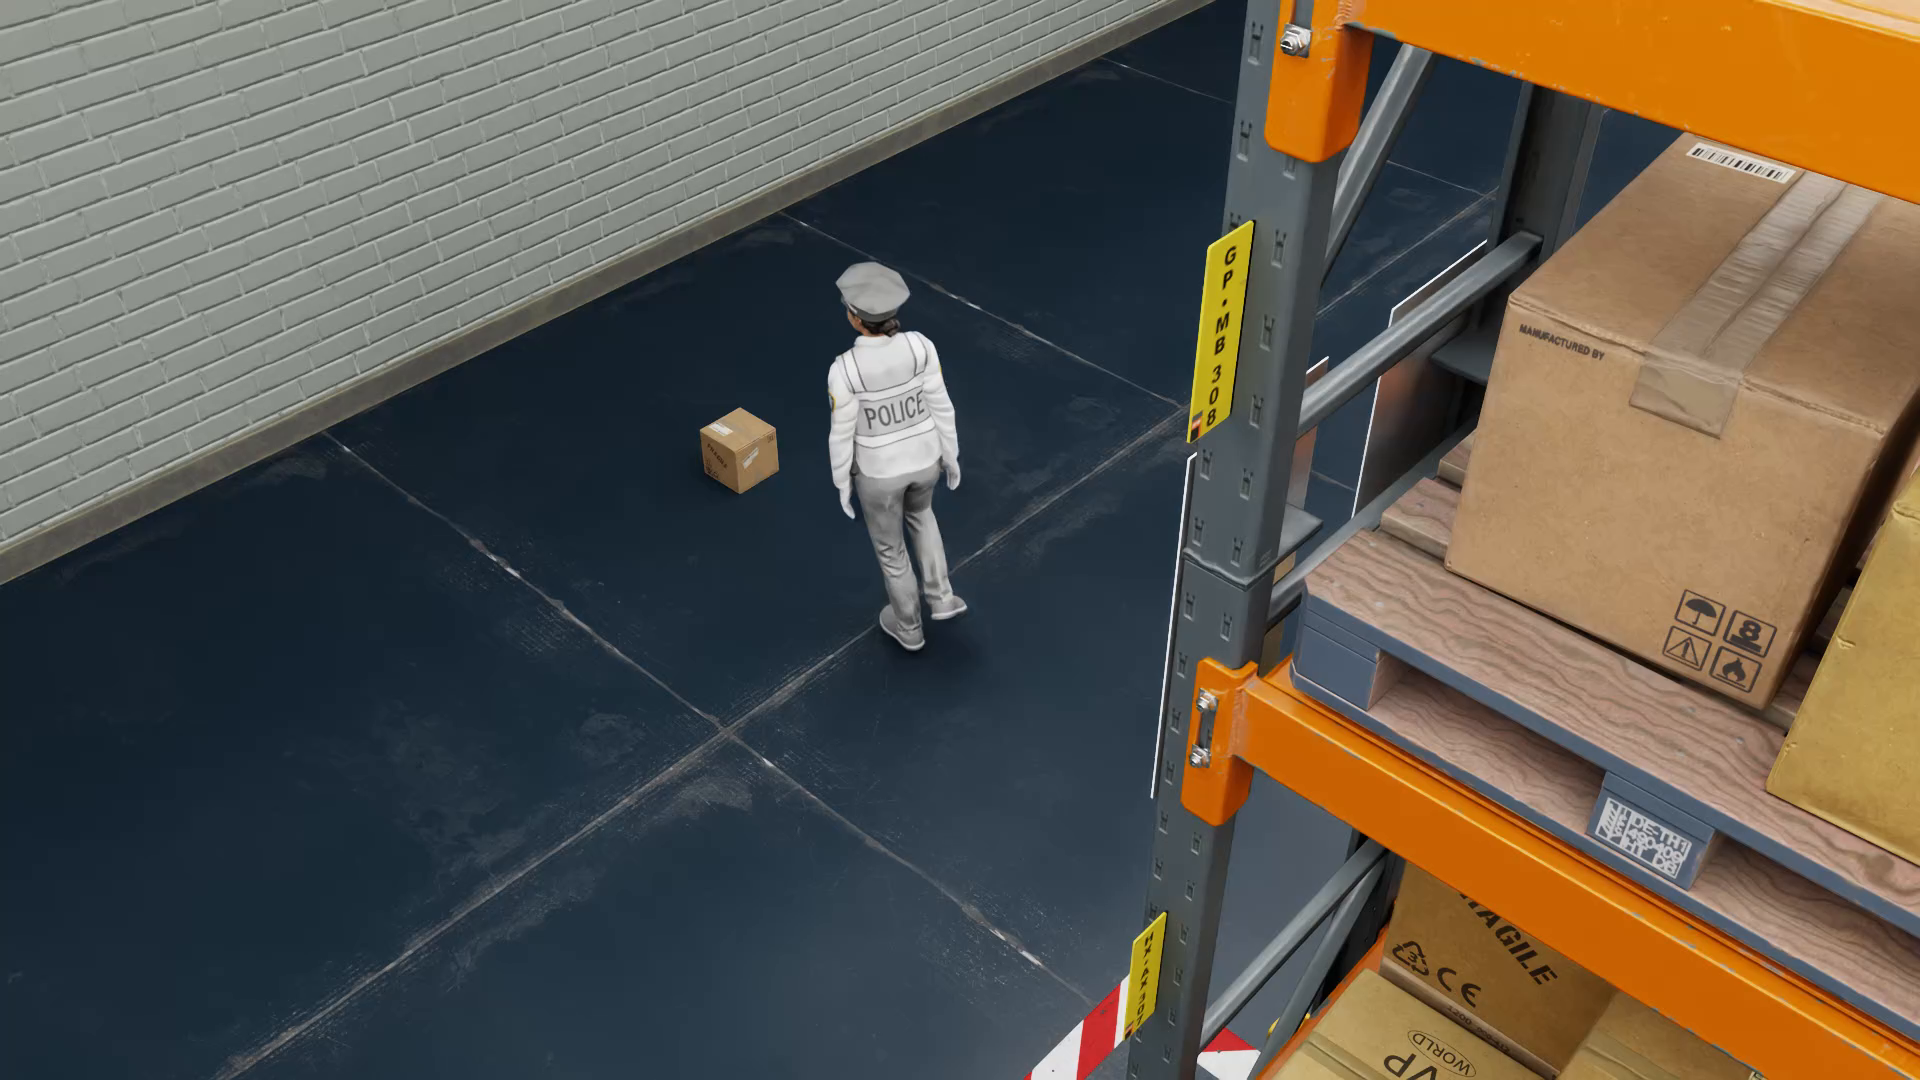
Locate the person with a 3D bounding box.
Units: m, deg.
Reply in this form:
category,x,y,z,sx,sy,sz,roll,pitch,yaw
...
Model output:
category,x,y,z,sx,sy,sz,roll,pitch,yaw
person,-0.248,-0.266,6.450,0.522,1.670,0.466,-18,43,-21
